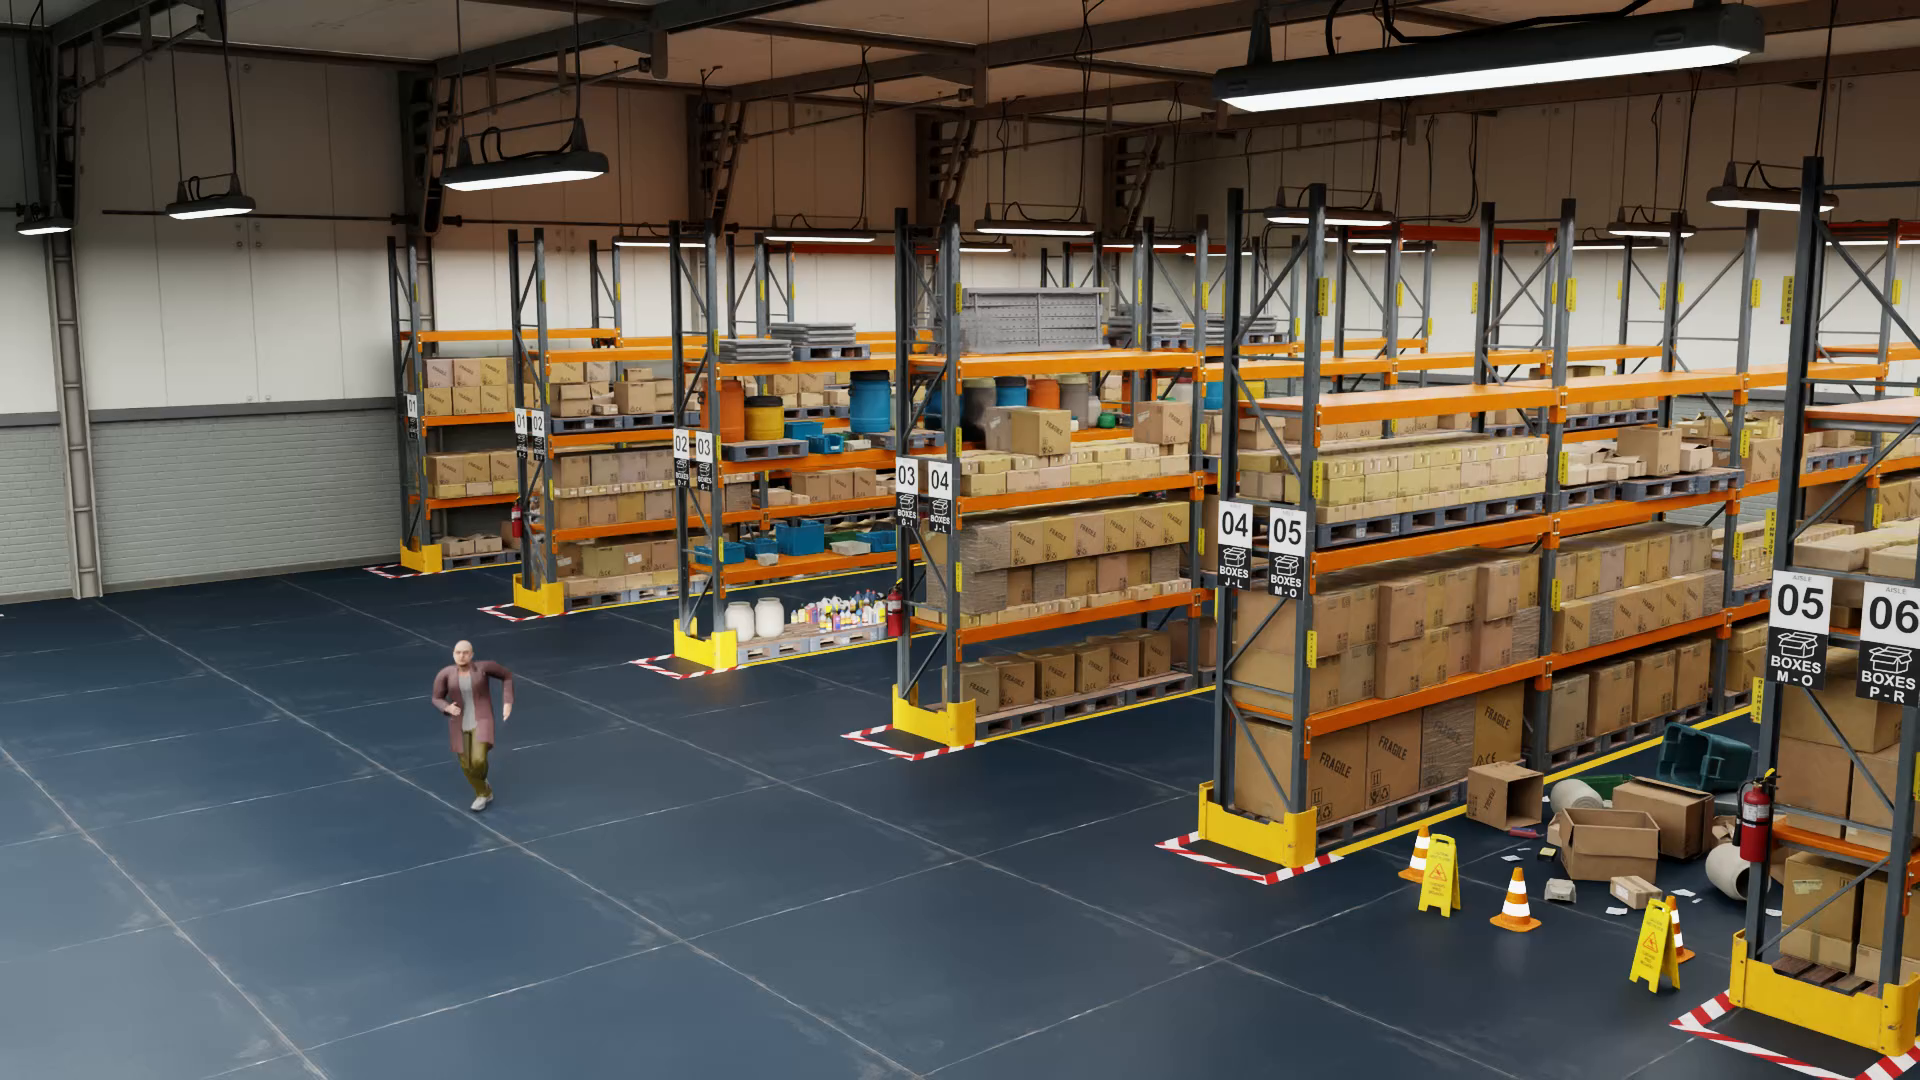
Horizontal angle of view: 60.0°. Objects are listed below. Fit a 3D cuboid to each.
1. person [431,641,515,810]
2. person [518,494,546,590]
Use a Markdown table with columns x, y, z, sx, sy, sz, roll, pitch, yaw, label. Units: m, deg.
| x | y | z | sx | sy | sz | roll | pitch | yaw | label |
| --- | --- | --- | --- | --- | --- | --- | --- | --- | --- |
| -4.759 | 1.827 | 16.249 | 0.761 | 1.728 | 0.723 | -1 | 9 | -7 | person |
| -7.148 | 0.034 | 28.144 | 0.588 | 1.652 | 0.575 | 7 | 11 | 40 | person |
